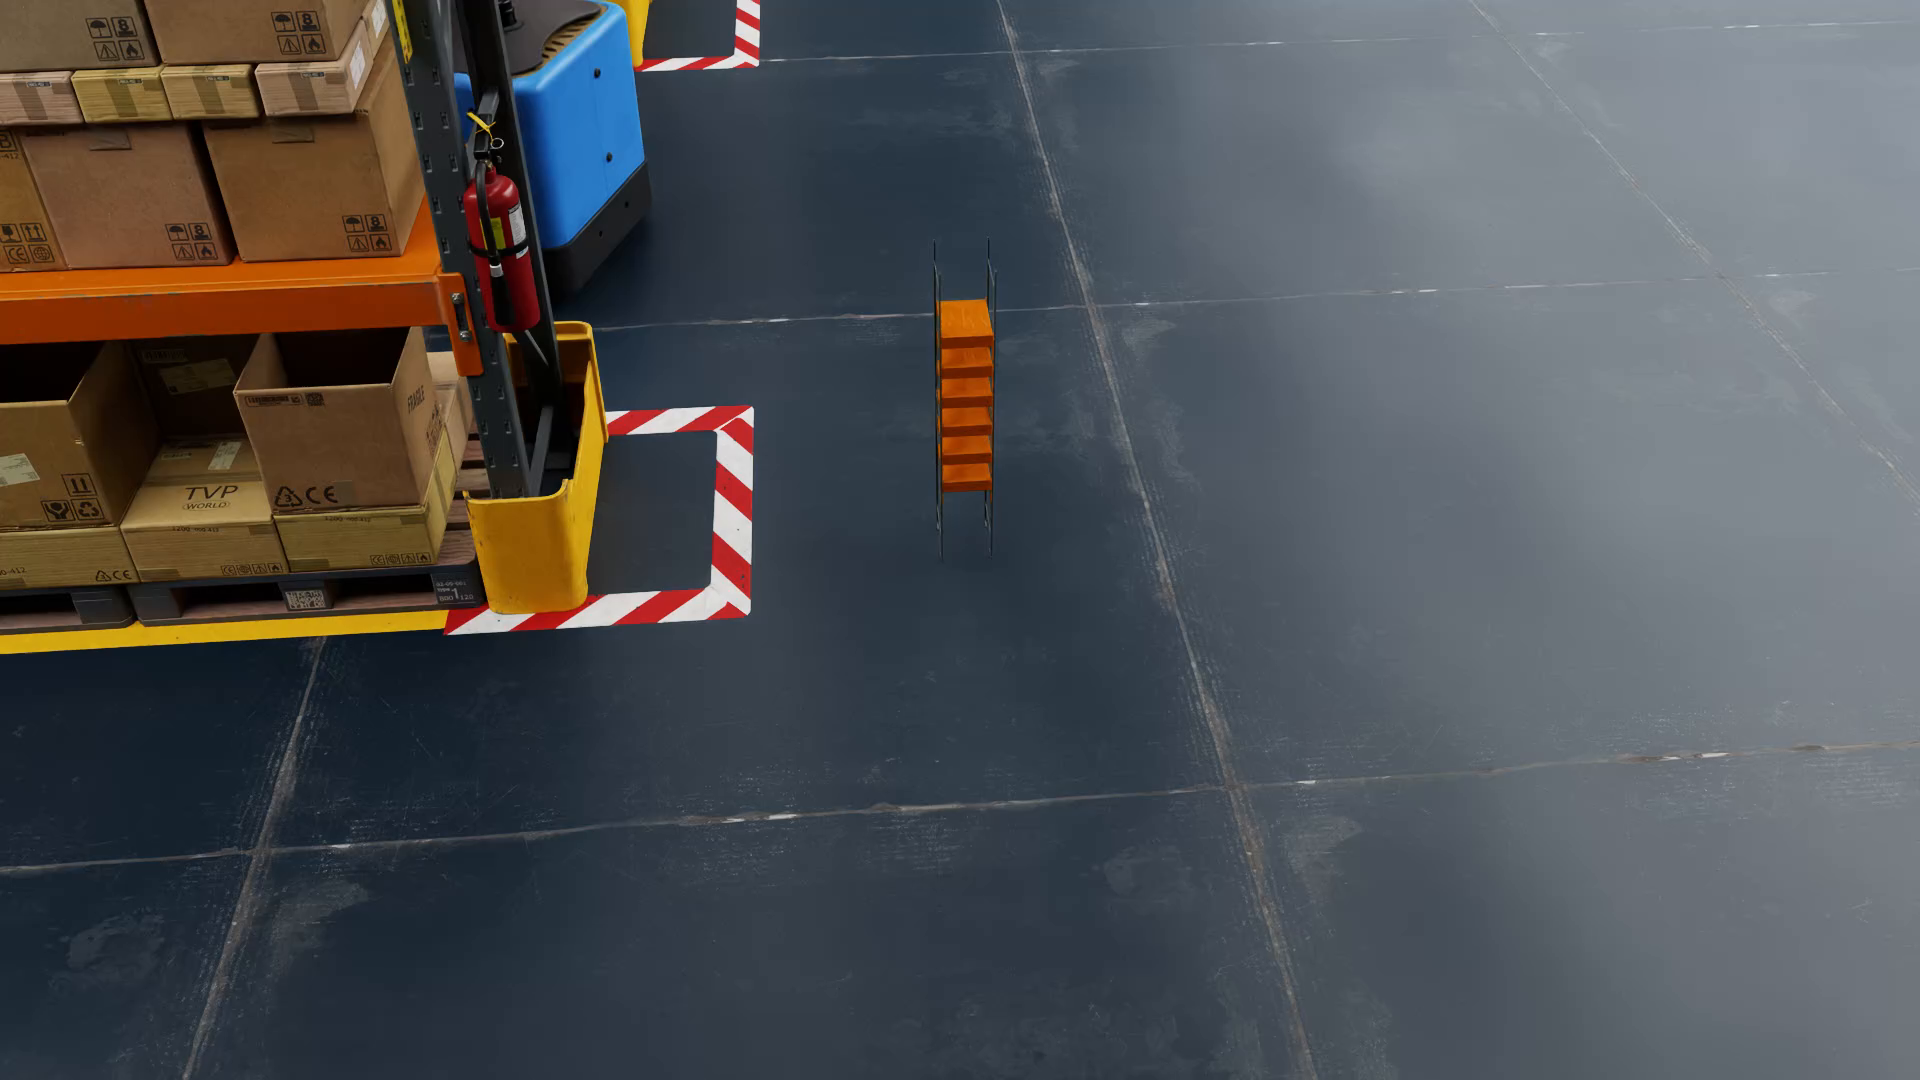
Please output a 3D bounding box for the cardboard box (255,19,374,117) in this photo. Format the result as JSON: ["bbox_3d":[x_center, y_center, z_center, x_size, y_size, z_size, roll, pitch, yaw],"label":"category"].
[{"bbox_3d":[-1.950,-1.432,5.039,0.250,0.149,0.380,-4,38,-5],"label":"cardboard box"}]

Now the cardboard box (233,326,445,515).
[{"bbox_3d":[-2.095,-0.444,5.666,0.500,0.500,0.500,-3,38,-4],"label":"cardboard box"}]

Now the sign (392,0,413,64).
[{"bbox_3d":[-1.552,-1.489,4.589,0.005,0.325,0.100,-3,38,-4],"label":"sign"}]

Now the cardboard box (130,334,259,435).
[{"bbox_3d":[-2.638,-0.736,6.036,0.500,0.500,0.500,-3,38,-4],"label":"cardboard box"}]

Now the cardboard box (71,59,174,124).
[{"bbox_3d":[-2.466,-1.403,5.002,0.250,0.149,0.380,-4,38,-5],"label":"cardboard box"}]

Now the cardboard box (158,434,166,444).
[{"bbox_3d":[-3.136,-0.413,6.233,0.500,0.250,0.500,-3,38,-4],"label":"cardboard box"}]

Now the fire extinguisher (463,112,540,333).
[{"bbox_3d":[-1.428,-0.966,5.116,0.183,0.674,0.296,-3,38,-4],"label":"fire extinguisher"}]

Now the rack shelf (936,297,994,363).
[{"bbox_3d":[0.014,-0.720,5.684,0.180,0.103,0.258,-3,38,-4],"label":"rack shelf"}]

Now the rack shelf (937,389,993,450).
[{"bbox_3d":[0.014,-0.437,5.907,0.180,0.103,0.258,-3,38,-4],"label":"rack shelf"}]

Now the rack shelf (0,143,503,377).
[{"bbox_3d":[-3.579,-0.885,5.530,4.000,0.370,1.077,-3,38,-4],"label":"rack shelf"}]

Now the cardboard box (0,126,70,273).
[{"bbox_3d":[-3.071,-1.243,5.323,0.500,0.500,0.700,-3,38,-4],"label":"cardboard box"}]

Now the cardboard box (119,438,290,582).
[{"bbox_3d":[-2.592,-0.116,5.856,0.500,0.250,0.500,-3,38,-4],"label":"cardboard box"}]

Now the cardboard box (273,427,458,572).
[{"bbox_3d":[-2.095,-0.150,5.900,0.500,0.250,0.500,-3,38,-4],"label":"cardboard box"}]

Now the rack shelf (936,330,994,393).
[{"bbox_3d":[0.014,-0.625,5.758,0.180,0.103,0.258,-3,38,-4],"label":"rack shelf"}]

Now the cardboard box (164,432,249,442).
[{"bbox_3d":[-2.638,-0.440,6.267,0.500,0.250,0.500,-3,38,-4],"label":"cardboard box"}]

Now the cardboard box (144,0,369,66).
[{"bbox_3d":[-2.106,-1.805,4.988,0.500,0.500,0.700,-3,38,-4],"label":"cardboard box"}]

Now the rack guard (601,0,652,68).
[{"bbox_3d":[-2.093,-3.319,10.052,0.348,0.500,1.175,-3,38,-4],"label":"rack guard"}]

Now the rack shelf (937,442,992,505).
[{"bbox_3d":[0.014,-0.249,6.056,0.180,0.103,0.258,-3,38,-4],"label":"rack shelf"}]

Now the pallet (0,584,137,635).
[{"bbox_3d":[-3.557,-0.049,6.142,1.213,0.211,1.003,-3,38,-4],"label":"pallet"}]

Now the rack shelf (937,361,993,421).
[{"bbox_3d":[0.014,-0.531,5.833,0.180,0.103,0.258,-3,38,-4],"label":"rack shelf"}]

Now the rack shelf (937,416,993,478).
[{"bbox_3d":[0.014,-0.343,5.981,0.180,0.103,0.258,-3,38,-4],"label":"rack shelf"}]

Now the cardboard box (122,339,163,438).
[{"bbox_3d":[-3.135,-0.700,5.992,0.500,0.500,0.500,-3,38,-4],"label":"cardboard box"}]

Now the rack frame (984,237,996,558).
[{"bbox_3d":[0.106,-0.477,5.886,0.006,1.200,0.240,-3,38,-4],"label":"rack frame"}]

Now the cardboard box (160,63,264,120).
[{"bbox_3d":[-2.211,-1.417,5.020,0.250,0.149,0.380,-2,38,-3],"label":"cardboard box"}]

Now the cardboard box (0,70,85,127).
[{"bbox_3d":[-2.716,-1.390,4.986,0.250,0.149,0.380,-3,38,-3],"label":"cardboard box"}]

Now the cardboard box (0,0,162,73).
[{"bbox_3d":[-2.629,-1.773,4.947,0.500,0.500,0.700,-4,38,-5],"label":"cardboard box"}]

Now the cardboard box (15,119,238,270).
[{"bbox_3d":[-2.575,-1.267,5.353,0.500,0.500,0.700,-2,38,-3],"label":"cardboard box"}]

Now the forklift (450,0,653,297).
[{"bbox_3d":[-3.097,-2.724,7.336,3.031,2.935,1.130,9,39,11],"label":"forklift"}]

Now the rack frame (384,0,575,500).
[{"bbox_3d":[-1.587,-1.277,5.447,0.127,3.000,1.000,-3,38,-4],"label":"rack frame"}]

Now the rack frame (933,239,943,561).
[{"bbox_3d":[-0.077,-0.467,5.873,0.006,1.200,0.240,-3,38,-4],"label":"rack frame"}]

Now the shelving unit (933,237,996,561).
[{"bbox_3d":[0.014,-0.472,5.879,0.189,1.200,0.258,-3,38,-4],"label":"shelving unit"}]

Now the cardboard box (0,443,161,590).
[{"bbox_3d":[-3.090,-0.087,5.820,0.500,0.250,0.500,-3,38,-4],"label":"cardboard box"}]

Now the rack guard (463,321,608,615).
[{"bbox_3d":[-1.563,-0.297,6.223,0.348,0.500,1.175,-3,38,-4],"label":"rack guard"}]

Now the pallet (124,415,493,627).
[{"bbox_3d":[-2.345,-0.114,6.224,1.213,0.211,1.003,-3,38,-4],"label":"pallet"}]

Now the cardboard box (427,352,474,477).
[{"bbox_3d":[-2.141,-0.470,6.305,0.500,0.250,0.500,-3,38,-4],"label":"cardboard box"}]

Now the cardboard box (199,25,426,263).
[{"bbox_3d":[-2.053,-1.298,5.393,0.500,0.500,0.700,-3,38,-4],"label":"cardboard box"}]

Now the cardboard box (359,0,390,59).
[{"bbox_3d":[-1.997,-1.682,5.356,0.250,0.149,0.380,-3,38,-4],"label":"cardboard box"}]

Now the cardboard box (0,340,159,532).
[{"bbox_3d":[-3.089,-0.380,5.585,0.500,0.500,0.500,-3,38,-4],"label":"cardboard box"}]
